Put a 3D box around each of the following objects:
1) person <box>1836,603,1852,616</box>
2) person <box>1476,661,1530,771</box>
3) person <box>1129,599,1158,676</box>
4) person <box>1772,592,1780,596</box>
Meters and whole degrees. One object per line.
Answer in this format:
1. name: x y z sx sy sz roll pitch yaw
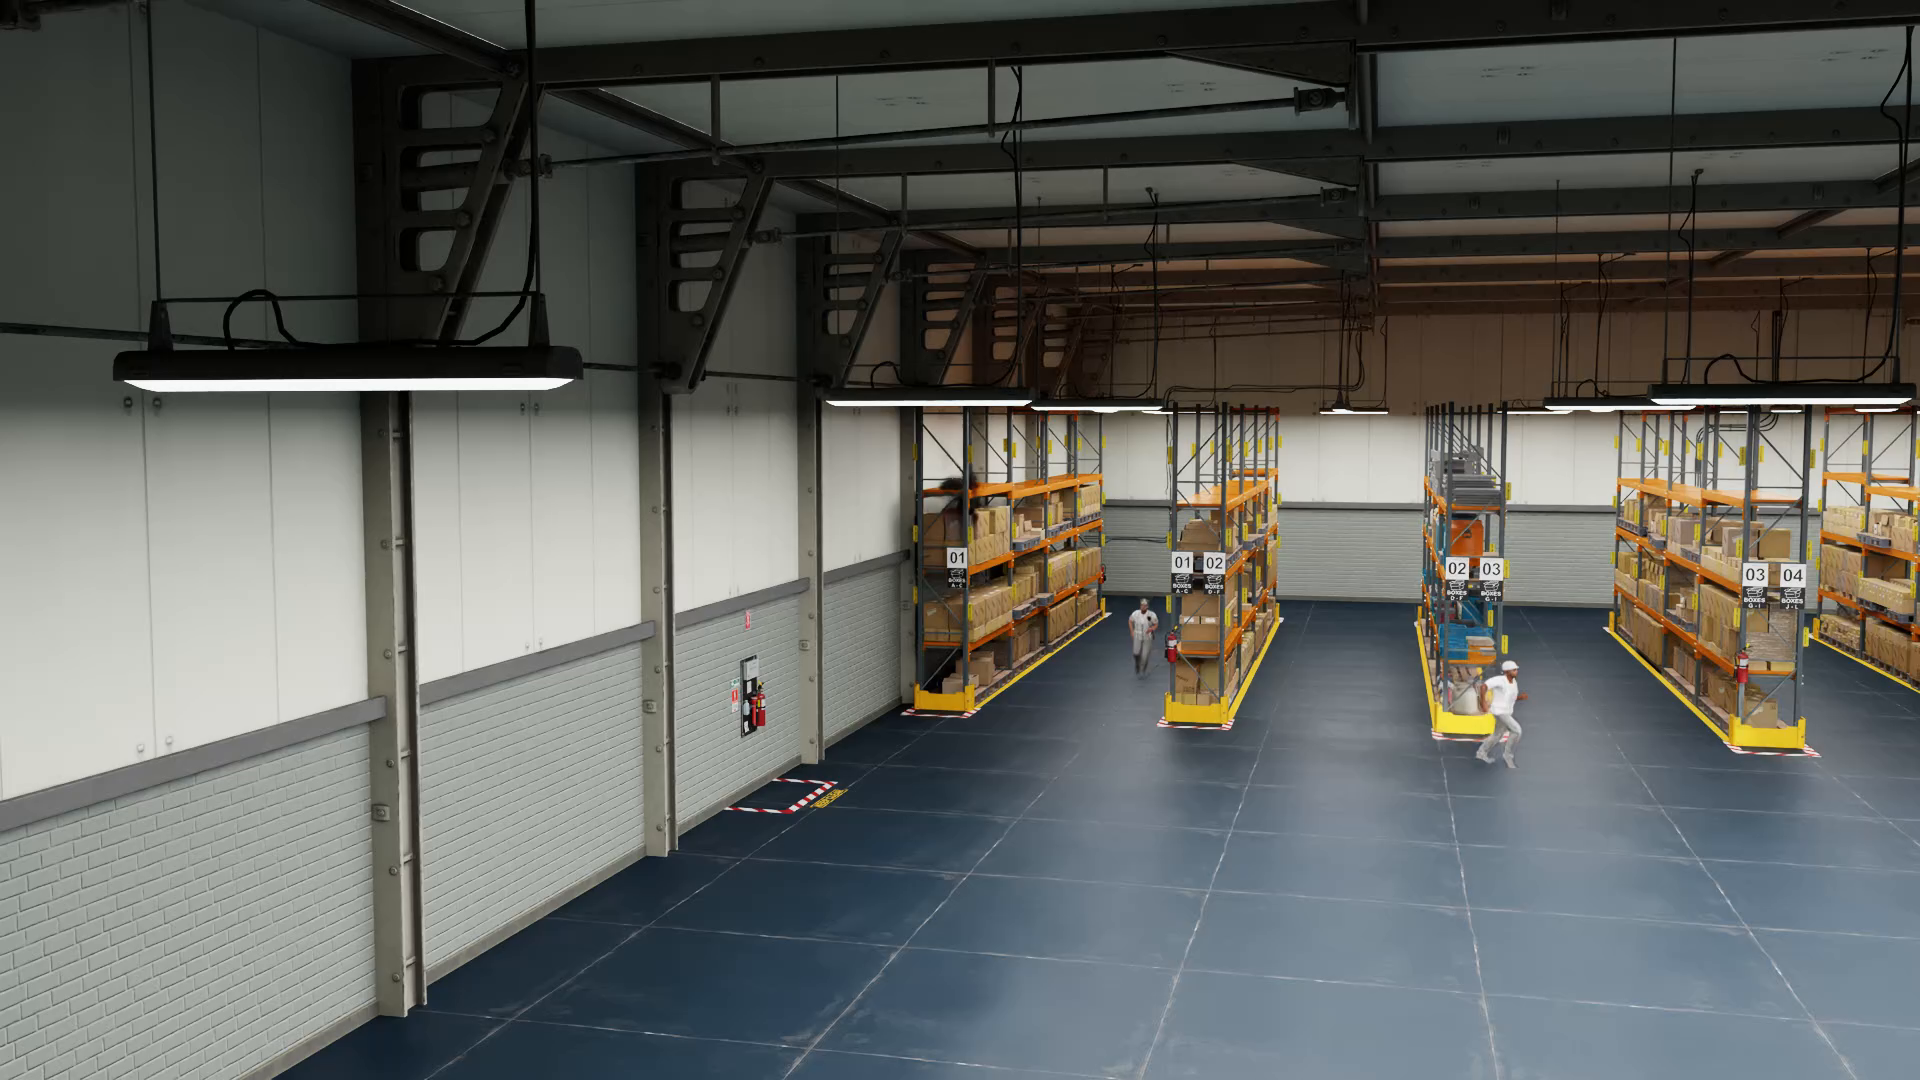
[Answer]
1. person: 23.432 1.628 43.989 0.843 1.691 0.611 4 6 43
2. person: 8.837 2.848 27.121 0.835 1.784 0.729 4 6 41
3. person: 4.023 2.152 36.537 0.662 1.736 0.626 1 4 10
4. person: 20.835 1.784 42.417 0.622 1.688 0.811 1 4 17
